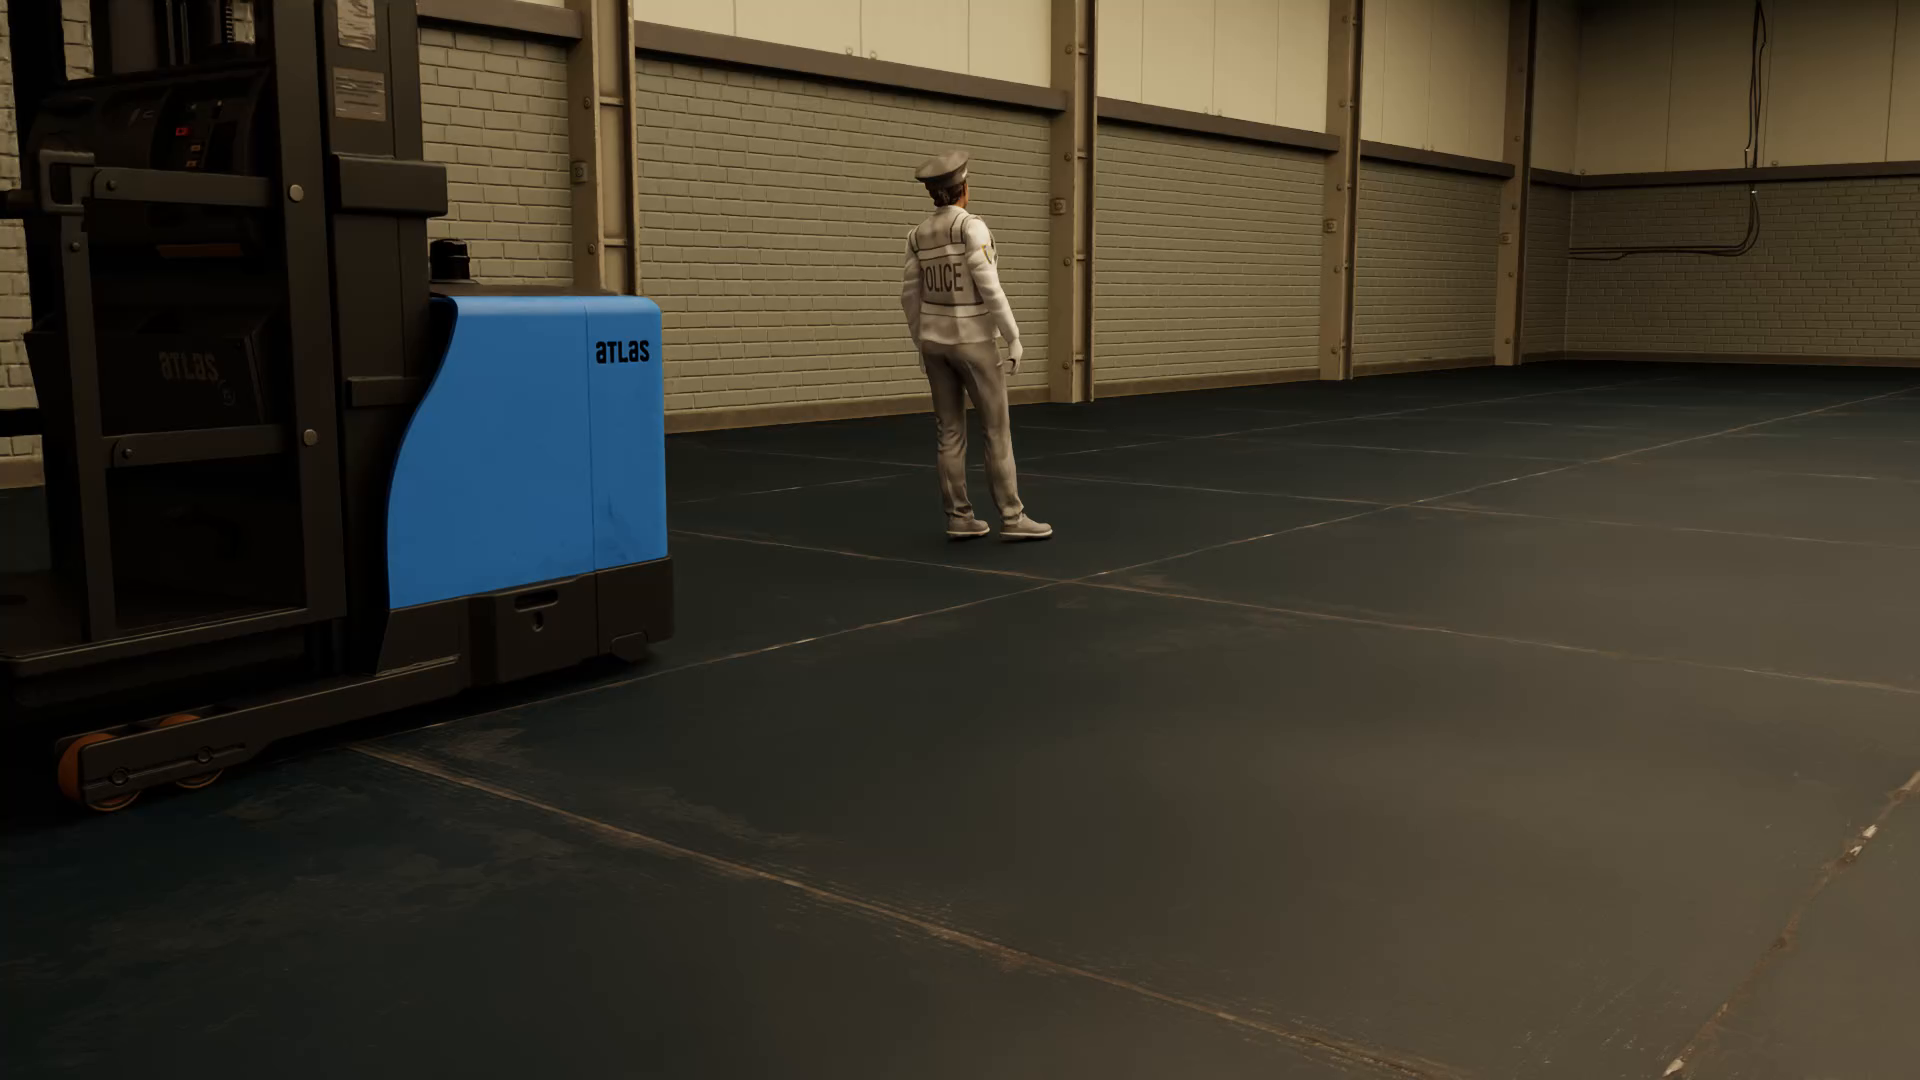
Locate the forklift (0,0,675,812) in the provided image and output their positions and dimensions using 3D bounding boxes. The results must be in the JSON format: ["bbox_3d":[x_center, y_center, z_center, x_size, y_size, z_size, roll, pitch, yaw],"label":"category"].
[{"bbox_3d":[-2.074,-0.955,3.811,1.130,2.935,3.031,5,10,32],"label":"forklift"}]

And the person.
[{"bbox_3d":[0.049,-0.853,7.330,0.587,1.694,0.530,7,11,38],"label":"person"}]
